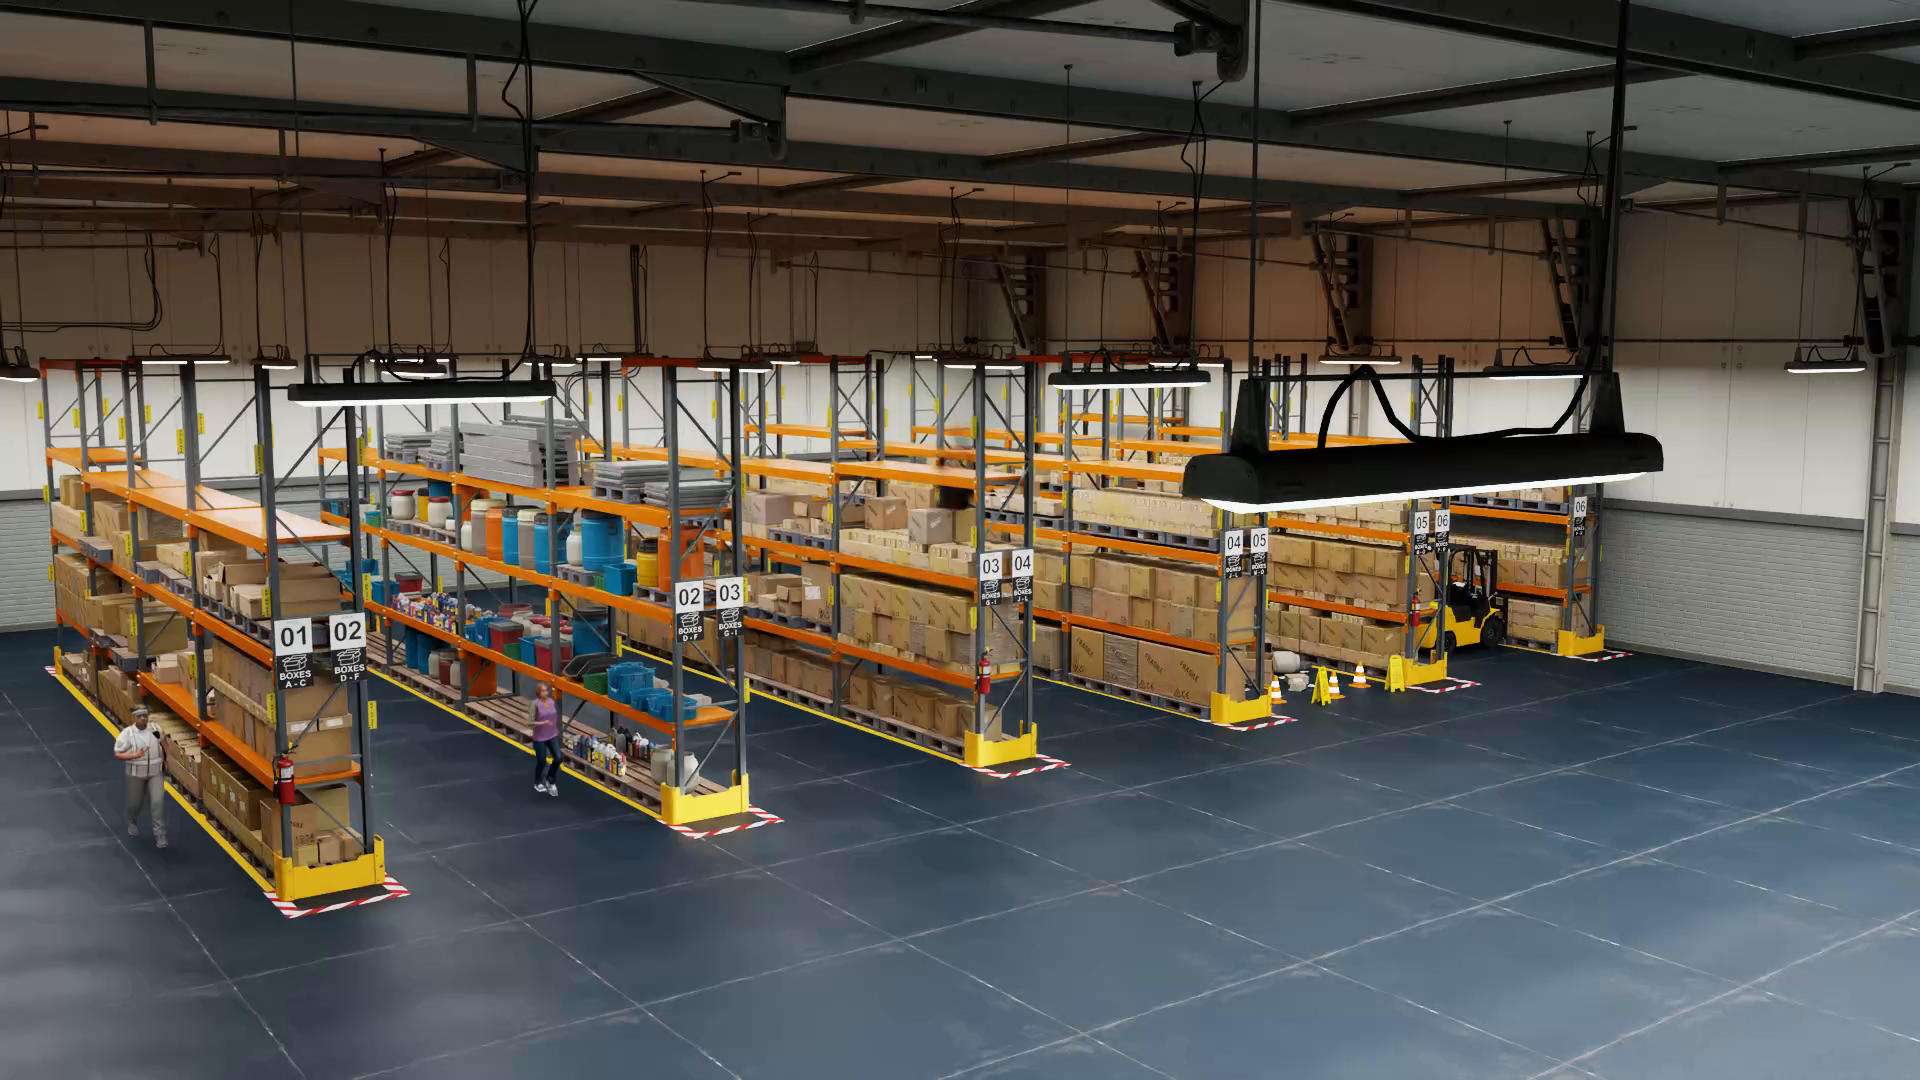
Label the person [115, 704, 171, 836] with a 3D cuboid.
[{"bbox_3d":[-10.283,2.875,20.939,0.662,1.678,0.817,-6,9,-39],"label":"person"}]

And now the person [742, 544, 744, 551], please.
[{"bbox_3d":[-5.620,0.546,41.690,0.550,1.575,0.637,-3,7,-24],"label":"person"}]

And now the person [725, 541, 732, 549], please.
[{"bbox_3d":[-5.305,0.885,38.305,0.697,1.723,0.573,-4,8,-32],"label":"person"}]

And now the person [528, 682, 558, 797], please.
[{"bbox_3d":[-5.741,2.821,23.092,0.517,1.515,0.631,-6,9,-40],"label":"person"}]
